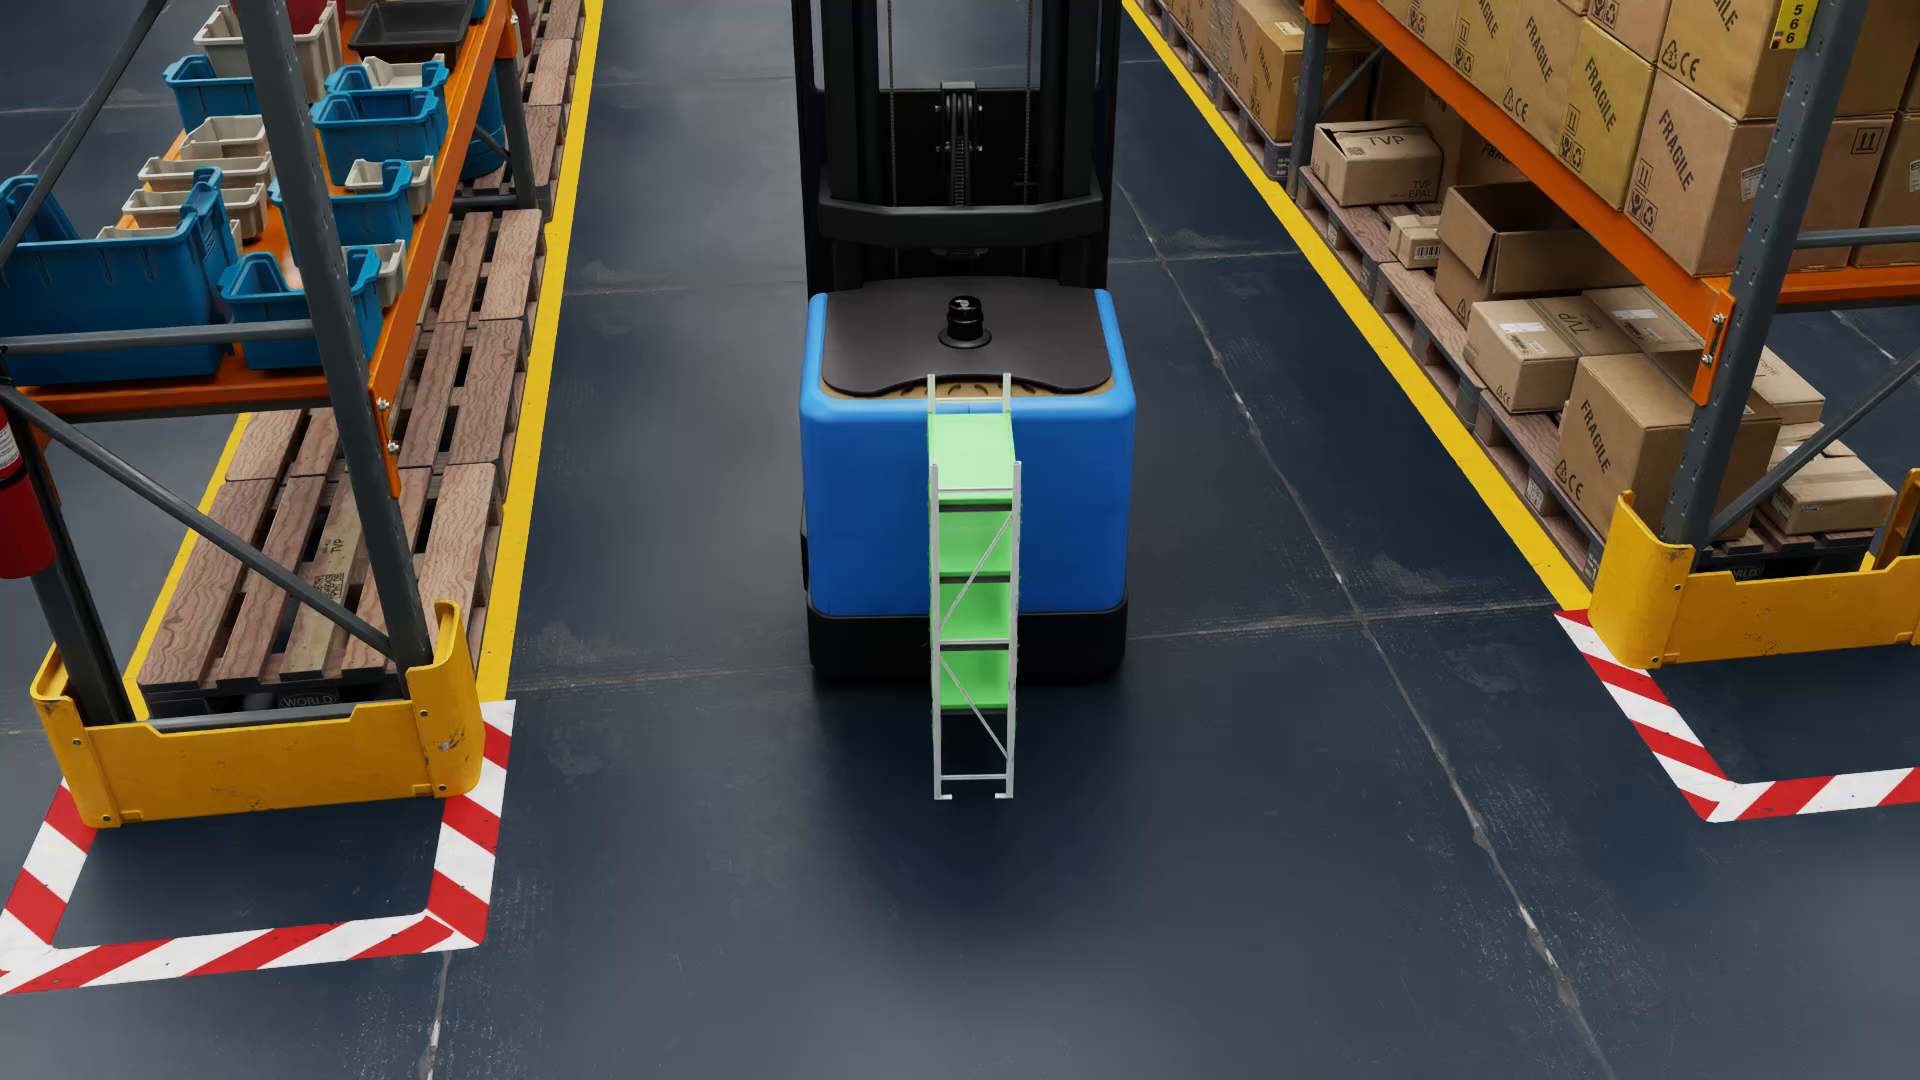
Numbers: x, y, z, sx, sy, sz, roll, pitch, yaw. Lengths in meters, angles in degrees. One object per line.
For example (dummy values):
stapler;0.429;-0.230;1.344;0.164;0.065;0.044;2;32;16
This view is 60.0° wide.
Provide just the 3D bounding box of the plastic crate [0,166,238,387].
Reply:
plastic crate;-2.332;-0.735;4.580;0.616;0.435;0.499;-4;35;-6

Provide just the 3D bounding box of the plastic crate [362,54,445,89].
plastic crate;-2.108;-1.721;6.293;0.293;0.136;0.466;-4;35;-6

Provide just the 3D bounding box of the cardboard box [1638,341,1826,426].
cardboard box;2.947;-0.545;6.437;0.500;0.250;0.500;-4;35;-6

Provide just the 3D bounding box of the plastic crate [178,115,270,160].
plastic crate;-2.536;-1.360;5.763;0.298;0.136;0.250;-4;35;-6

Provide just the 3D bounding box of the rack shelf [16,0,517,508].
rack shelf;-2.371;-1.341;6.193;1.077;0.370;4.000;-4;35;-6

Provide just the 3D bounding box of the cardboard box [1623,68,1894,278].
cardboard box;2.477;-1.166;5.209;0.500;0.500;0.500;-3;34;-5

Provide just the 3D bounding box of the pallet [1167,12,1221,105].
pallet;1.955;-3.109;10.624;1.003;0.211;1.213;-4;35;-6

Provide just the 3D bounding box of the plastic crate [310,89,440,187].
plastic crate;-1.986;-1.376;5.700;0.416;0.233;0.300;-4;35;-6

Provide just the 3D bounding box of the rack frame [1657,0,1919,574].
rack frame;2.807;-0.896;4.900;1.000;3.000;0.127;-4;35;-6

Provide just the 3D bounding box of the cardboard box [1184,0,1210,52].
cardboard box;1.723;-3.370;10.361;0.500;0.500;0.500;-5;35;-8

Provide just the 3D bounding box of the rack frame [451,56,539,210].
rack frame;-2.640;-2.755;7.628;1.000;3.000;0.127;-4;35;-6

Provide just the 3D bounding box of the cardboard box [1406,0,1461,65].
cardboard box;2.204;-2.299;6.871;0.500;0.500;0.500;-5;35;-7

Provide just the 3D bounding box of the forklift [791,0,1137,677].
forklift;-0.020;-1.562;5.940;1.130;2.935;3.031;-1;34;-2

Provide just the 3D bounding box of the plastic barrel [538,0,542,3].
plastic barrel;-3.095;-3.992;10.998;0.600;0.830;0.708;-4;35;-6

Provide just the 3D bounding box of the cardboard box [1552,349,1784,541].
cardboard box;2.490;-0.329;5.898;0.500;0.500;0.500;-4;35;-6

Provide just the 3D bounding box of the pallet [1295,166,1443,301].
pallet;2.360;-1.592;8.399;1.003;0.211;1.213;-4;35;-6

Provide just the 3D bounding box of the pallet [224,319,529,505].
pallet;-2.335;-0.513;6.815;1.003;0.211;1.213;-4;35;-6

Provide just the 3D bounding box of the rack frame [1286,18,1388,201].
rack frame;2.269;-3.128;8.176;1.000;3.000;0.127;-4;35;-6

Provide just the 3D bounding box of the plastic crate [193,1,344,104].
plastic crate;-2.617;-1.864;6.374;0.437;0.282;0.530;-4;35;-6

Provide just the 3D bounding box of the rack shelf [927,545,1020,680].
rack shelf;0.034;0.208;4.993;0.258;0.148;0.480;-1;34;-1

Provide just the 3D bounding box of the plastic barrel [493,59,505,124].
plastic barrel;-2.792;-2.761;9.128;0.600;0.901;0.708;-4;35;-6

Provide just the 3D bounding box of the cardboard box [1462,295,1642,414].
cardboard box;2.391;-0.758;6.750;0.500;0.250;0.500;-4;35;-6

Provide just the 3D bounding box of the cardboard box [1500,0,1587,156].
cardboard box;2.342;-1.734;6.042;0.500;0.500;0.500;-4;34;-6

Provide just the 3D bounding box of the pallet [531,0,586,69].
pallet;-3.031;-3.398;11.048;1.003;0.211;1.213;-4;35;-6

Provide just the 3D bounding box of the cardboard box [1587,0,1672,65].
cardboard box;2.406;-1.859;5.338;0.500;0.500;0.500;-3;34;-5

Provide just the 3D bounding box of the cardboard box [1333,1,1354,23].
cardboard box;2.362;-2.862;9.615;0.500;0.500;0.500;-4;34;-6

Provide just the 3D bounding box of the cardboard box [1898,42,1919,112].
cardboard box;3.008;-1.618;4.983;0.500;0.500;0.500;-3;34;-5

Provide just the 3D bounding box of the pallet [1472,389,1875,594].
pallet;2.688;-0.230;6.401;1.003;0.211;1.213;-4;35;-6

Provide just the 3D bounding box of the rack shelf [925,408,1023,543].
rack shelf;0.034;-0.189;4.722;0.258;0.148;0.480;-1;34;-1

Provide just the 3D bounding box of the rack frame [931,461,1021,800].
rack frame;0.042;0.293;4.755;0.240;1.200;0.015;-1;34;-1

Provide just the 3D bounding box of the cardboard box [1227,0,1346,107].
cardboard box;1.860;-2.807;9.534;0.500;0.500;0.500;-4;35;-6

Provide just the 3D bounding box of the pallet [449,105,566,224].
pallet;-2.703;-2.036;9.050;1.003;0.211;1.213;-4;35;-6

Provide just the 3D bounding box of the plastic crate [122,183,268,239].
plastic crate;-2.416;-1.042;5.297;0.396;0.136;0.243;-4;35;-6

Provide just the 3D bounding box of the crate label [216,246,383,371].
crate label;-1.809;-0.641;4.622;0.416;0.233;0.303;-4;35;-6

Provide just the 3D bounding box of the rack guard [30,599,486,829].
rack guard;-2.086;0.523;5.039;1.175;0.500;0.348;-4;35;-6

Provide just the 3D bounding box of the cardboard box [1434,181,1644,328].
cardboard box;2.527;-1.230;7.217;0.797;0.503;0.637;-4;35;-6

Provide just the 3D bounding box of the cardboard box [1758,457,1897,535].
cardboard box;3.091;-0.159;5.961;0.380;0.149;0.250;-4;35;-6

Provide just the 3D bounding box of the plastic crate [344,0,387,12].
plastic crate;-2.719;-2.400;7.289;0.396;0.136;0.243;-4;35;-6

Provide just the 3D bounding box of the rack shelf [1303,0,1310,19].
rack shelf;2.000;-3.946;10.016;1.077;0.370;4.000;-4;35;-6

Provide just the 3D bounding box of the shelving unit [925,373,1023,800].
shelving unit;0.034;0.155;4.957;0.258;1.200;0.503;-1;34;-1

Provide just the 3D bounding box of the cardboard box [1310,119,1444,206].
cardboard box;2.111;-1.948;8.441;0.500;0.311;0.500;-4;35;-6

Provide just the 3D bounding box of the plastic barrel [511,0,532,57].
plastic barrel;-2.943;-3.262;10.141;0.600;0.588;0.708;-4;35;-6

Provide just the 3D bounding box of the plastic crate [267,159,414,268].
plastic crate;-1.898;-1.008;5.161;0.416;0.233;0.300;-4;35;-6
